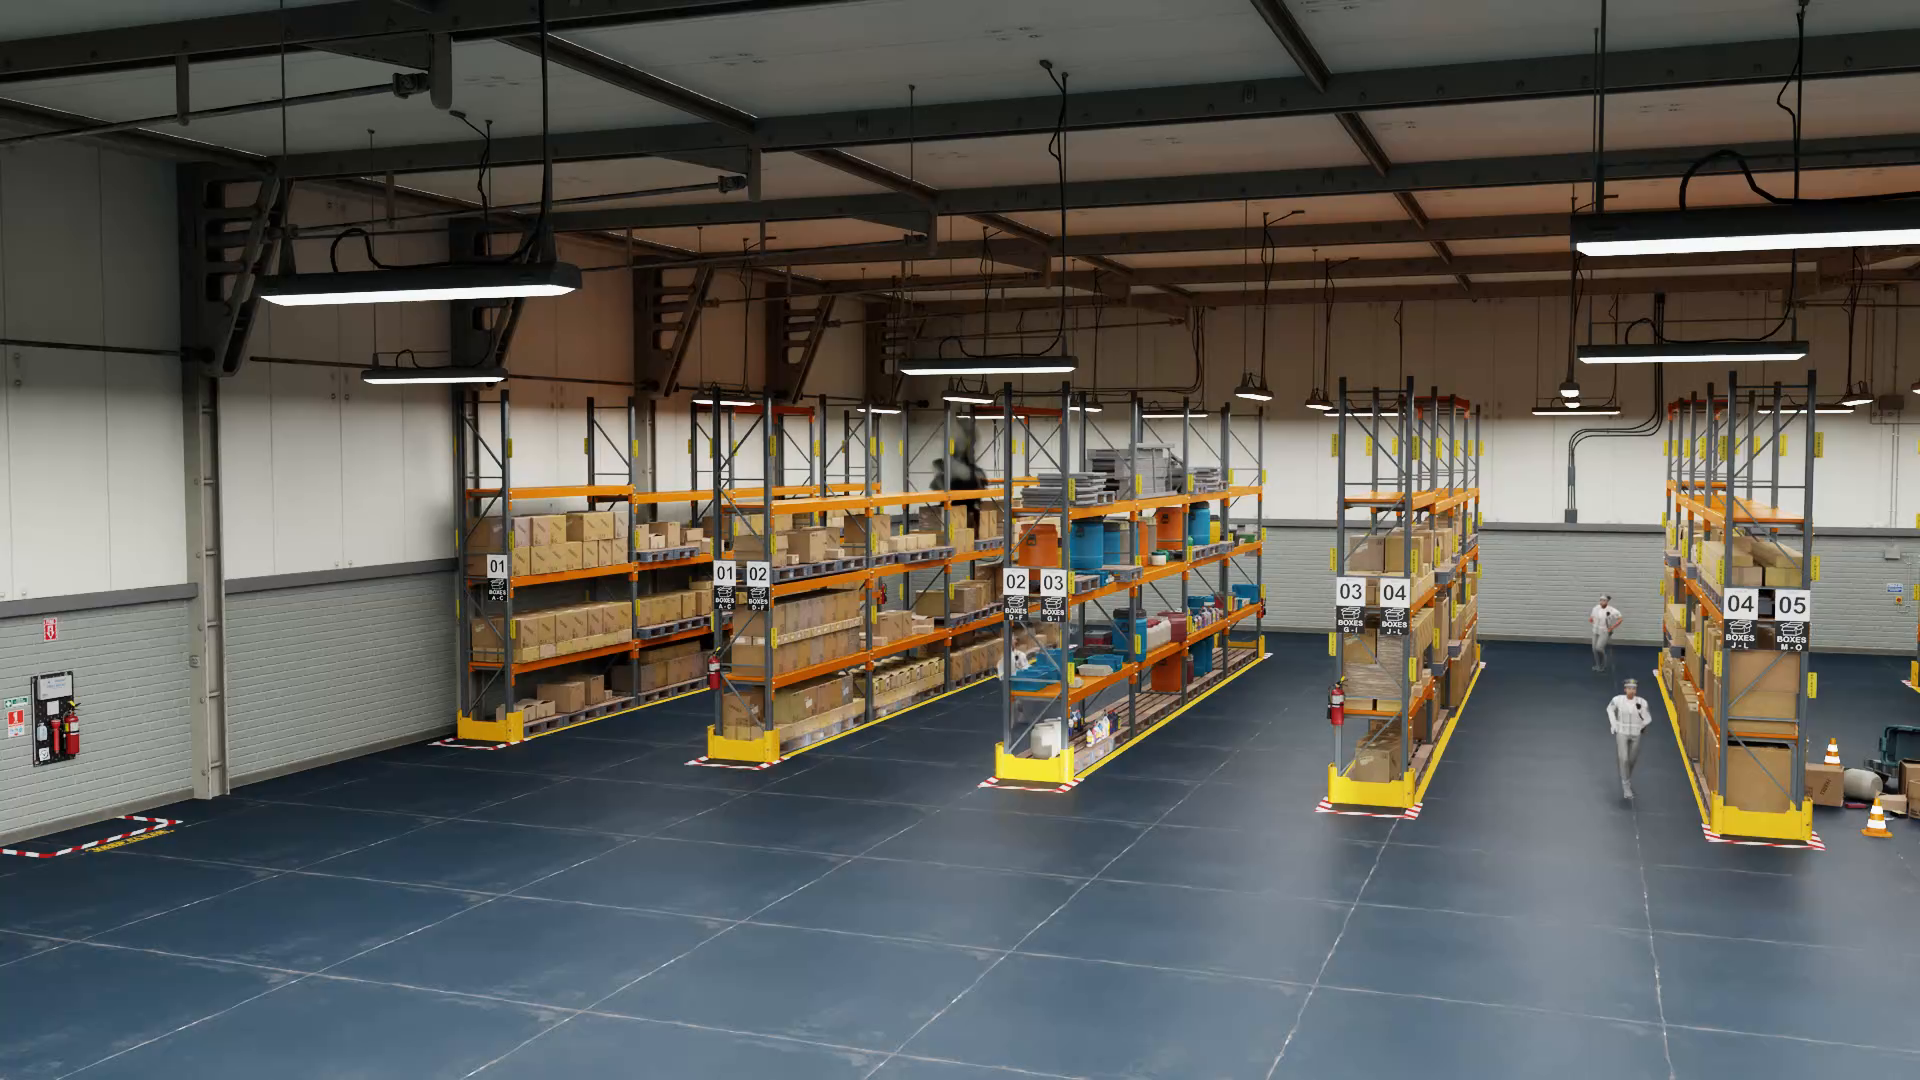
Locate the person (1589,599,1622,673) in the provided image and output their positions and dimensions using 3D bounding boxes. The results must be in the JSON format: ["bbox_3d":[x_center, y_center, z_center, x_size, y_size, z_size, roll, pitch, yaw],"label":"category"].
[{"bbox_3d":[14.337,2.129,37.115,0.705,1.761,0.671,-2,4,-36],"label":"person"}]

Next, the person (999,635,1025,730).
[{"bbox_3d":[0.922,2.533,29.796,0.449,1.681,0.610,1,3,19],"label":"person"}]

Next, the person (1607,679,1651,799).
[{"bbox_3d":[9.703,2.832,24.119,0.568,1.700,0.901,1,3,12],"label":"person"}]
